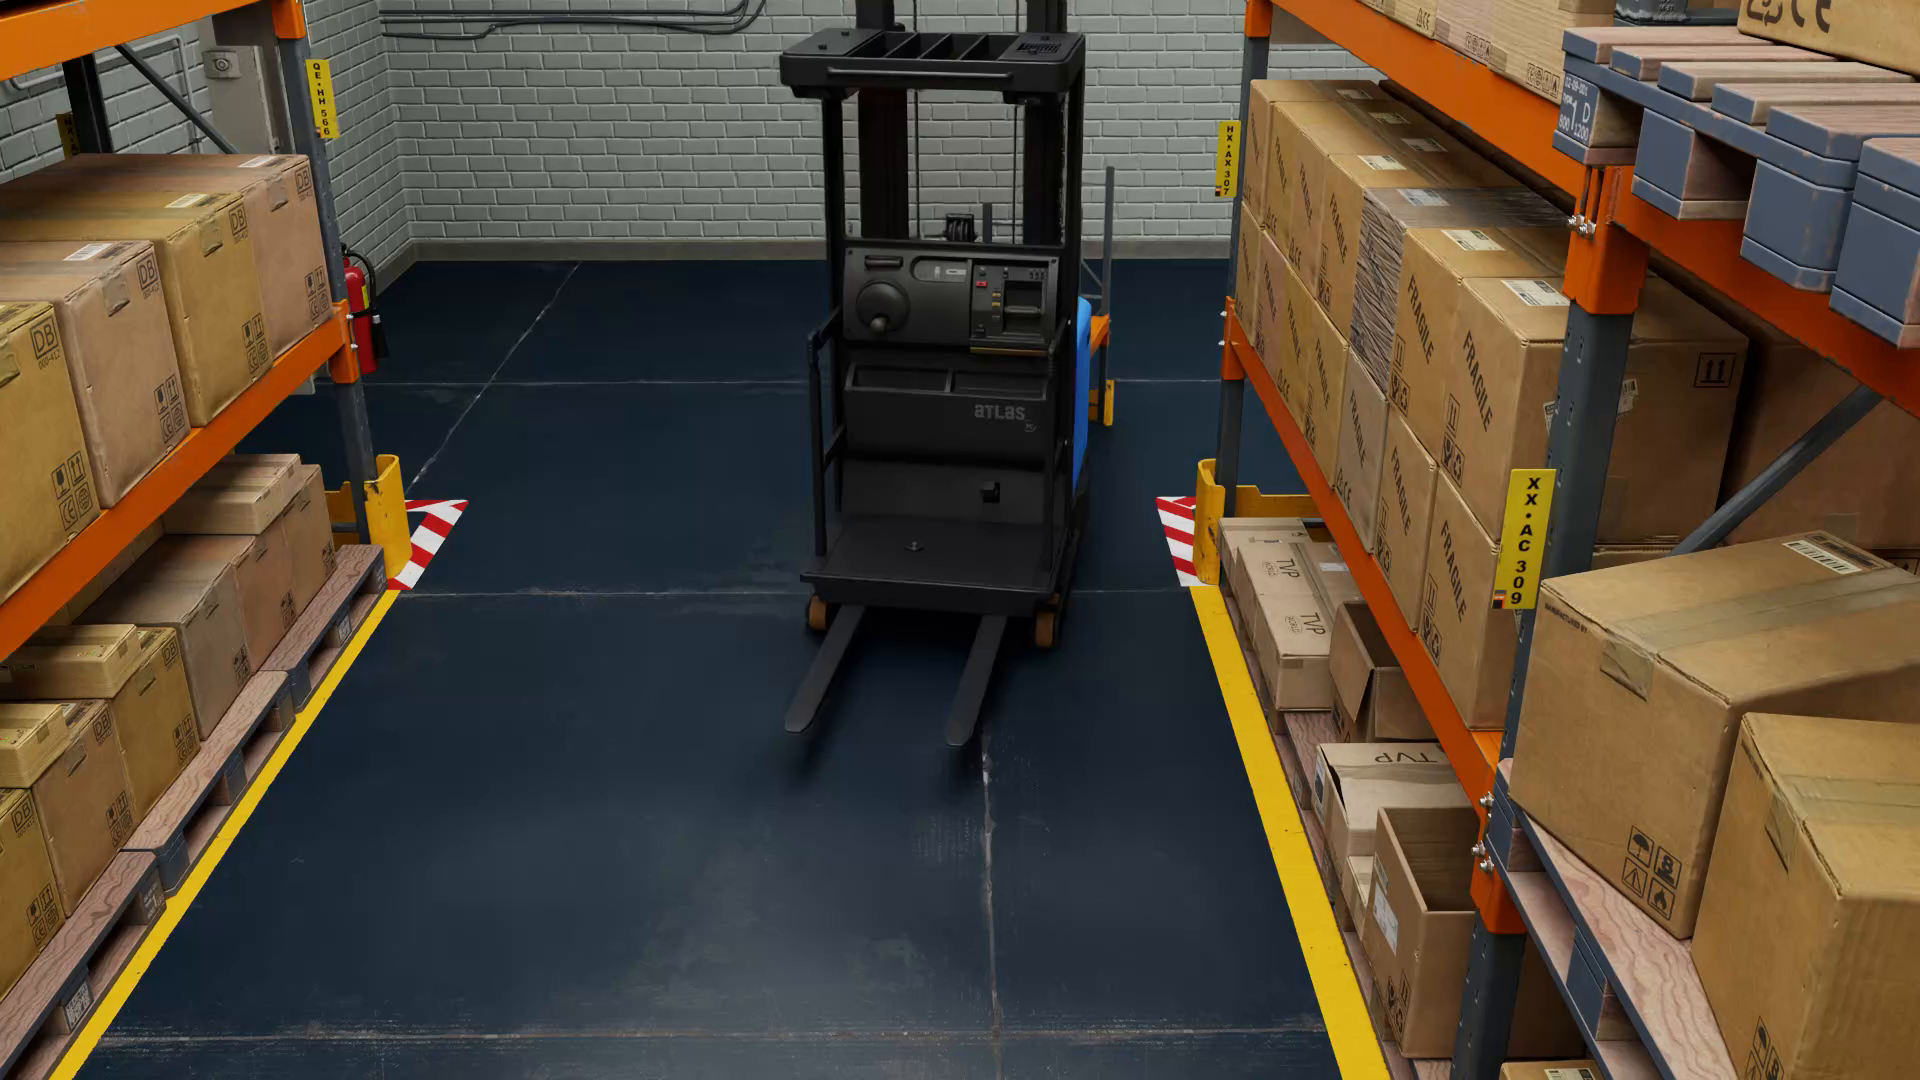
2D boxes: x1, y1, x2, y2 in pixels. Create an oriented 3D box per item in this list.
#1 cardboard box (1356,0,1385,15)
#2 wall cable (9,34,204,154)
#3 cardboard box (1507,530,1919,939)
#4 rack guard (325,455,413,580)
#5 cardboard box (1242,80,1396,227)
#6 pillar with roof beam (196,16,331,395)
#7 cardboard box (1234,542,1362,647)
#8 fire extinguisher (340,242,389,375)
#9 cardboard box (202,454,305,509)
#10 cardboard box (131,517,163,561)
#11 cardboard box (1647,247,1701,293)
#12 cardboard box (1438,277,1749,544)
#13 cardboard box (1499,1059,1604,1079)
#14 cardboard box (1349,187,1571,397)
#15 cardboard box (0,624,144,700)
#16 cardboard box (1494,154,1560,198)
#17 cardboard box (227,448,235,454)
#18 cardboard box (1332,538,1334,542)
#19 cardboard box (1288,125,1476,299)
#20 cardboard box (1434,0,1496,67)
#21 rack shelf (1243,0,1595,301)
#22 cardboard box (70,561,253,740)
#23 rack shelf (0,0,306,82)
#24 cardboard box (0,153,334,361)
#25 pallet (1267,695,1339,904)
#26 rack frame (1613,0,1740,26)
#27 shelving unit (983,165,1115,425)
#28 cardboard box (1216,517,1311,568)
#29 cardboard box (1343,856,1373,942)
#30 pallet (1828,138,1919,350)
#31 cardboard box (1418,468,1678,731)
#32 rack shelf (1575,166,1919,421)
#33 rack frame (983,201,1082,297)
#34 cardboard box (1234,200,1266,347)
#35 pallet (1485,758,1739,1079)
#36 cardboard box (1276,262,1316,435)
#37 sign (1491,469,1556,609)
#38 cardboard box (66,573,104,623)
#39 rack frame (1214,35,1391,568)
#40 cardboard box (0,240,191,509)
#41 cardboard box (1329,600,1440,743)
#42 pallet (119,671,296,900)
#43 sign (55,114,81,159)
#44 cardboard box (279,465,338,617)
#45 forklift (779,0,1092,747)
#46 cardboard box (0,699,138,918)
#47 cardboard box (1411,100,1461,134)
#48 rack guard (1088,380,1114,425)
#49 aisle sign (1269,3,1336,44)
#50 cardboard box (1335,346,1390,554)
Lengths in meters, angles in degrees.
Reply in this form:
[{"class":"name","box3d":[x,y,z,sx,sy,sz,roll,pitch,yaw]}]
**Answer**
[{"class":"cardboard box","box3d":[1.470,-1.726,4.969,0.500,0.250,0.500,0,24,-1]},{"class":"wall cable","box3d":[-4.206,-2.221,8.288,0.084,1.984,1.851,0,24,-1]},{"class":"cardboard box","box3d":[1.532,0.349,3.208,0.700,0.500,0.500,-9,26,-18]},{"class":"rack guard","box3d":[-3.246,-0.106,7.877,1.175,0.500,0.348,0,24,-1]},{"class":"cardboard box","box3d":[1.449,-1.576,6.759,0.500,0.500,0.500,0,24,1]},{"class":"pillar with roof beam","box3d":[0.164,-5.096,8.598,9.100,9.000,0.400,0,24,-1]},{"class":"cardboard box","box3d":[1.435,0.225,6.915,0.500,0.250,0.500,0,24,-1]},{"class":"fire extinguisher","box3d":[-2.786,-1.094,7.575,0.296,0.674,0.183,0,24,-1]},{"class":"cardboard box","box3d":[-2.955,-0.243,6.883,0.380,0.149,0.250,-1,24,-1]},{"class":"cardboard box","box3d":[-3.331,-0.034,6.421,0.380,0.149,0.250,0,24,0]},{"class":"cardboard box","box3d":[2.021,-0.520,4.424,0.500,0.500,0.500,-1,24,-2]},{"class":"cardboard box","box3d":[1.487,-0.319,3.980,0.500,0.500,0.500,0,24,0]},{"class":"cardboard box","box3d":[1.513,1.528,3.730,0.500,0.500,0.500,-1,24,-3]},{"class":"cardboard box","box3d":[1.473,-0.738,4.906,0.500,0.500,0.500,0,24,0]},{"class":"cardboard box","box3d":[-2.935,0.400,5.463,0.380,0.149,0.250,-1,24,-2]},{"class":"cardboard box","box3d":[2.009,-0.944,5.363,0.500,0.500,0.500,0,24,1]},{"class":"cardboard box","box3d":[-3.340,-0.345,7.110,0.380,0.149,0.250,0,24,0]},{"class":"cardboard box","box3d":[1.960,-0.097,7.325,0.500,0.500,0.500,0,24,-1]},{"class":"cardboard box","box3d":[1.462,-1.154,5.827,0.500,0.500,0.500,0,24,0]},{"class":"cardboard box","box3d":[1.485,-1.314,4.057,0.500,0.250,0.500,0,24,-1]},{"class":"rack shelf","box3d":[1.729,-1.474,5.101,1.077,0.370,4.000,0,24,-1]},{"class":"cardboard box","box3d":[-3.127,0.414,6.218,0.700,0.500,0.500,-1,24,-2]},{"class":"rack shelf","box3d":[-3.224,-1.450,5.048,1.077,0.370,4.000,0,24,-1]},{"class":"cardboard box","box3d":[-3.230,-1.161,6.814,0.980,0.700,0.700,1,24,2]},{"class":"pallet","box3d":[1.728,0.873,6.063,1.003,0.211,1.213,0,24,-1]},{"class":"rack frame","box3d":[1.751,-2.344,2.512,1.000,3.000,0.127,0,24,-1]},{"class":"shelving unit","box3d":[0.487,-1.201,9.085,0.587,1.500,1.083,6,25,13]},{"class":"cardboard box","box3d":[1.368,0.014,7.505,0.380,0.149,0.250,0,24,-1]},{"class":"cardboard box","box3d":[1.397,1.100,5.103,0.380,0.149,0.250,0,24,-1]},{"class":"pallet","box3d":[1.702,-0.195,1.630,1.213,0.211,1.003,0,24,-1]},{"class":"cardboard box","box3d":[1.489,0.139,4.181,0.500,0.500,0.500,0,24,0]},{"class":"rack shelf","box3d":[1.773,0.175,1.457,1.077,0.370,4.000,0,24,-1]},{"class":"rack frame","box3d":[0.361,-0.994,8.627,0.500,1.500,0.032,6,25,13]},{"class":"cardboard box","box3d":[1.449,-1.120,6.966,0.500,0.500,0.500,0,24,1]},{"class":"pallet","box3d":[1.651,0.807,3.059,1.003,0.211,1.213,0,24,-1]},{"class":"cardboard box","box3d":[1.462,-0.701,6.038,0.500,0.500,0.500,0,24,-1]},{"class":"sign","box3d":[1.208,0.001,3.558,0.100,0.325,0.005,0,24,-1]},{"class":"cardboard box","box3d":[-3.324,0.177,5.955,0.380,0.149,0.250,0,24,0]},{"class":"rack frame","box3d":[1.707,-1.259,7.393,1.000,3.000,0.127,0,24,-1]},{"class":"cardboard box","box3d":[-3.212,-0.548,5.457,0.980,0.700,0.700,-1,24,-3]},{"class":"cardboard box","box3d":[1.725,0.552,5.884,0.797,0.503,0.637,0,24,-1]},{"class":"pallet","box3d":[-3.149,0.866,6.079,1.003,0.211,1.213,0,24,-1]},{"class":"sign","box3d":[-3.801,-1.665,7.146,0.100,0.325,0.005,0,24,-1]},{"class":"cardboard box","box3d":[-3.138,0.001,7.132,0.700,0.500,0.500,0,24,-1]},{"class":"forklift","box3d":[-0.074,-1.020,6.950,1.130,2.935,3.031,4,25,8]},{"class":"cardboard box","box3d":[-3.110,0.845,5.265,0.700,0.500,0.500,0,24,-1]},{"class":"cardboard box","box3d":[1.993,-1.369,6.303,0.500,0.500,0.500,0,24,1]},{"class":"rack guard","box3d":[0.609,-0.830,9.782,0.587,0.250,0.087,6,25,13]},{"class":"aisle sign","box3d":[1.413,-2.470,6.917,0.394,0.787,0.004,0,24,-1]},{"class":"cardboard box","box3d":[1.474,-0.285,5.119,0.500,0.500,0.500,0,24,1]}]
